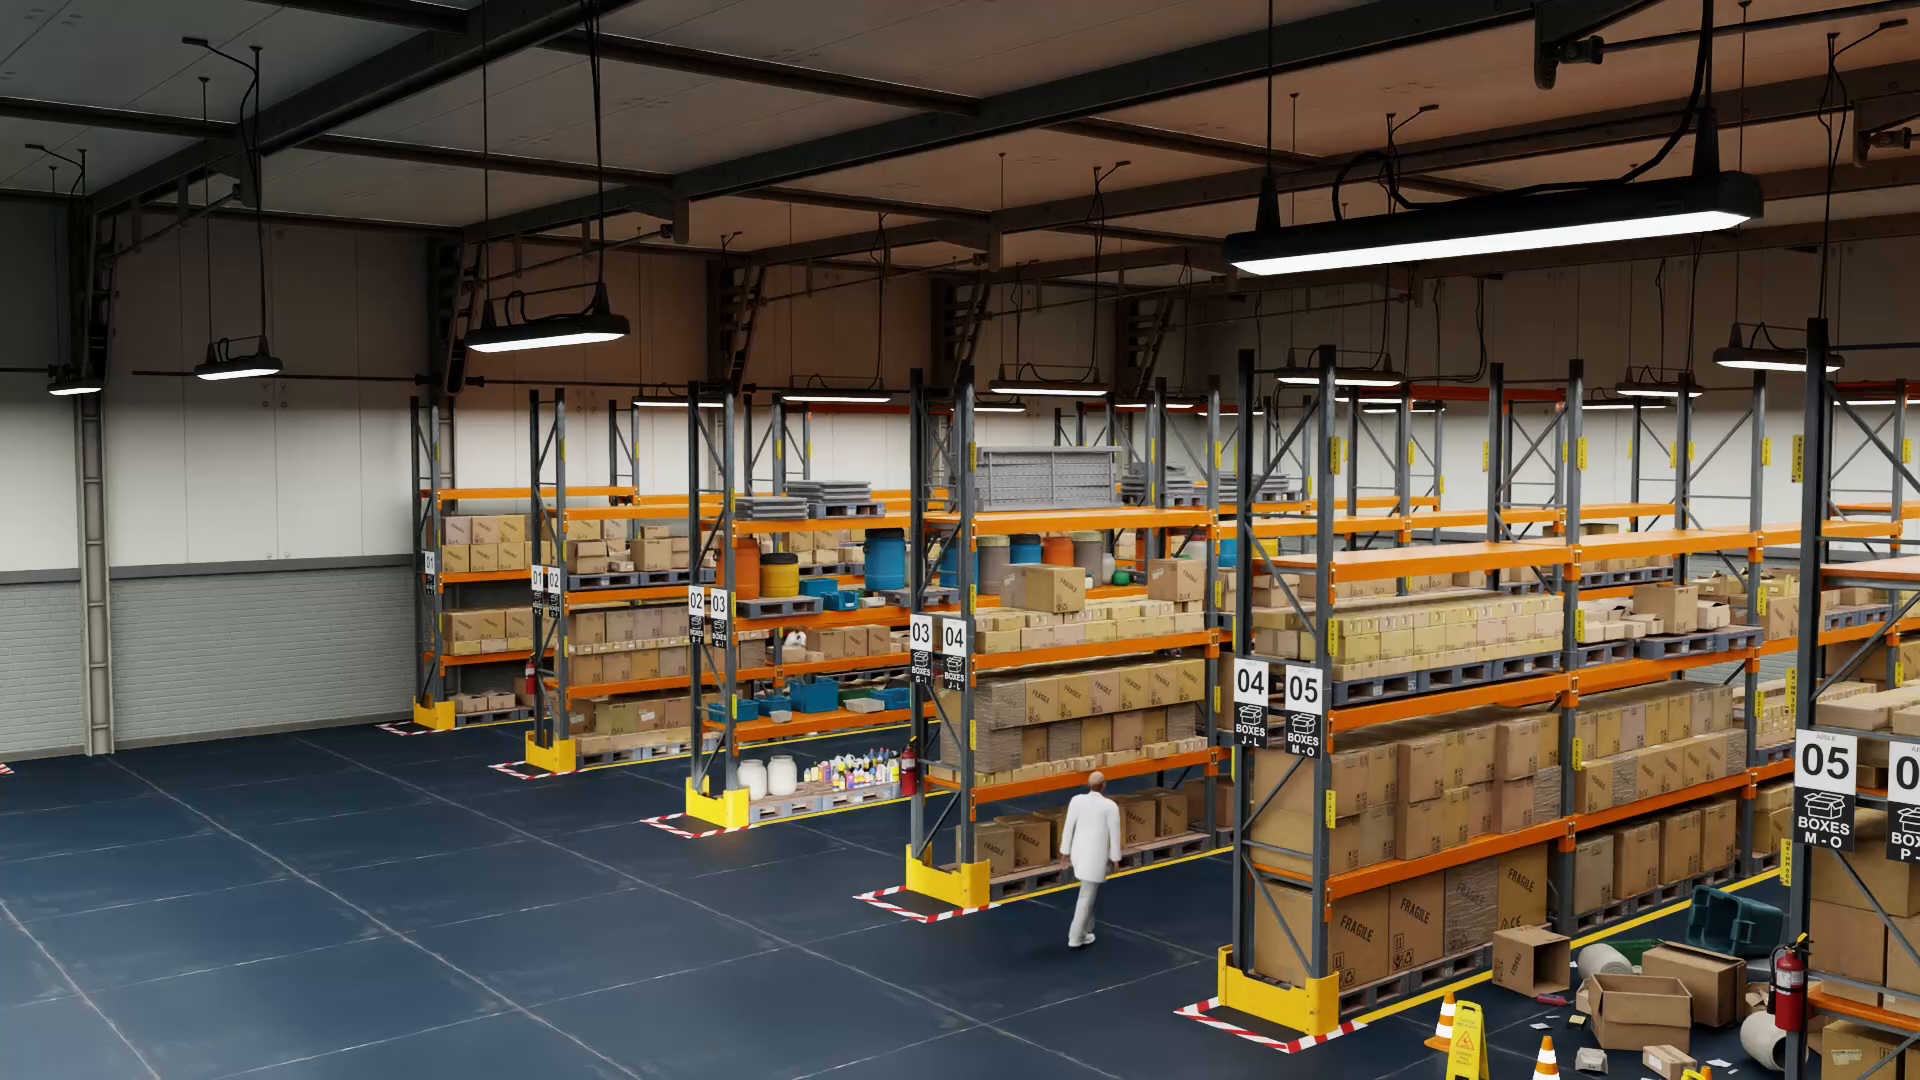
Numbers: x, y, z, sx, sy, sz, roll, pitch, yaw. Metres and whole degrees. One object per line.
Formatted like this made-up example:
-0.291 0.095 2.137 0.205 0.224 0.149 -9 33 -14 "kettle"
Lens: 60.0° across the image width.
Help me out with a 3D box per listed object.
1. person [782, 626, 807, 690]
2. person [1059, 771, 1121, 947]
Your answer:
-3.333 2.420 32.977 0.509 1.656 0.746 2 4 26 "person"
1.332 3.286 17.052 0.574 1.814 0.595 3 5 42 "person"
